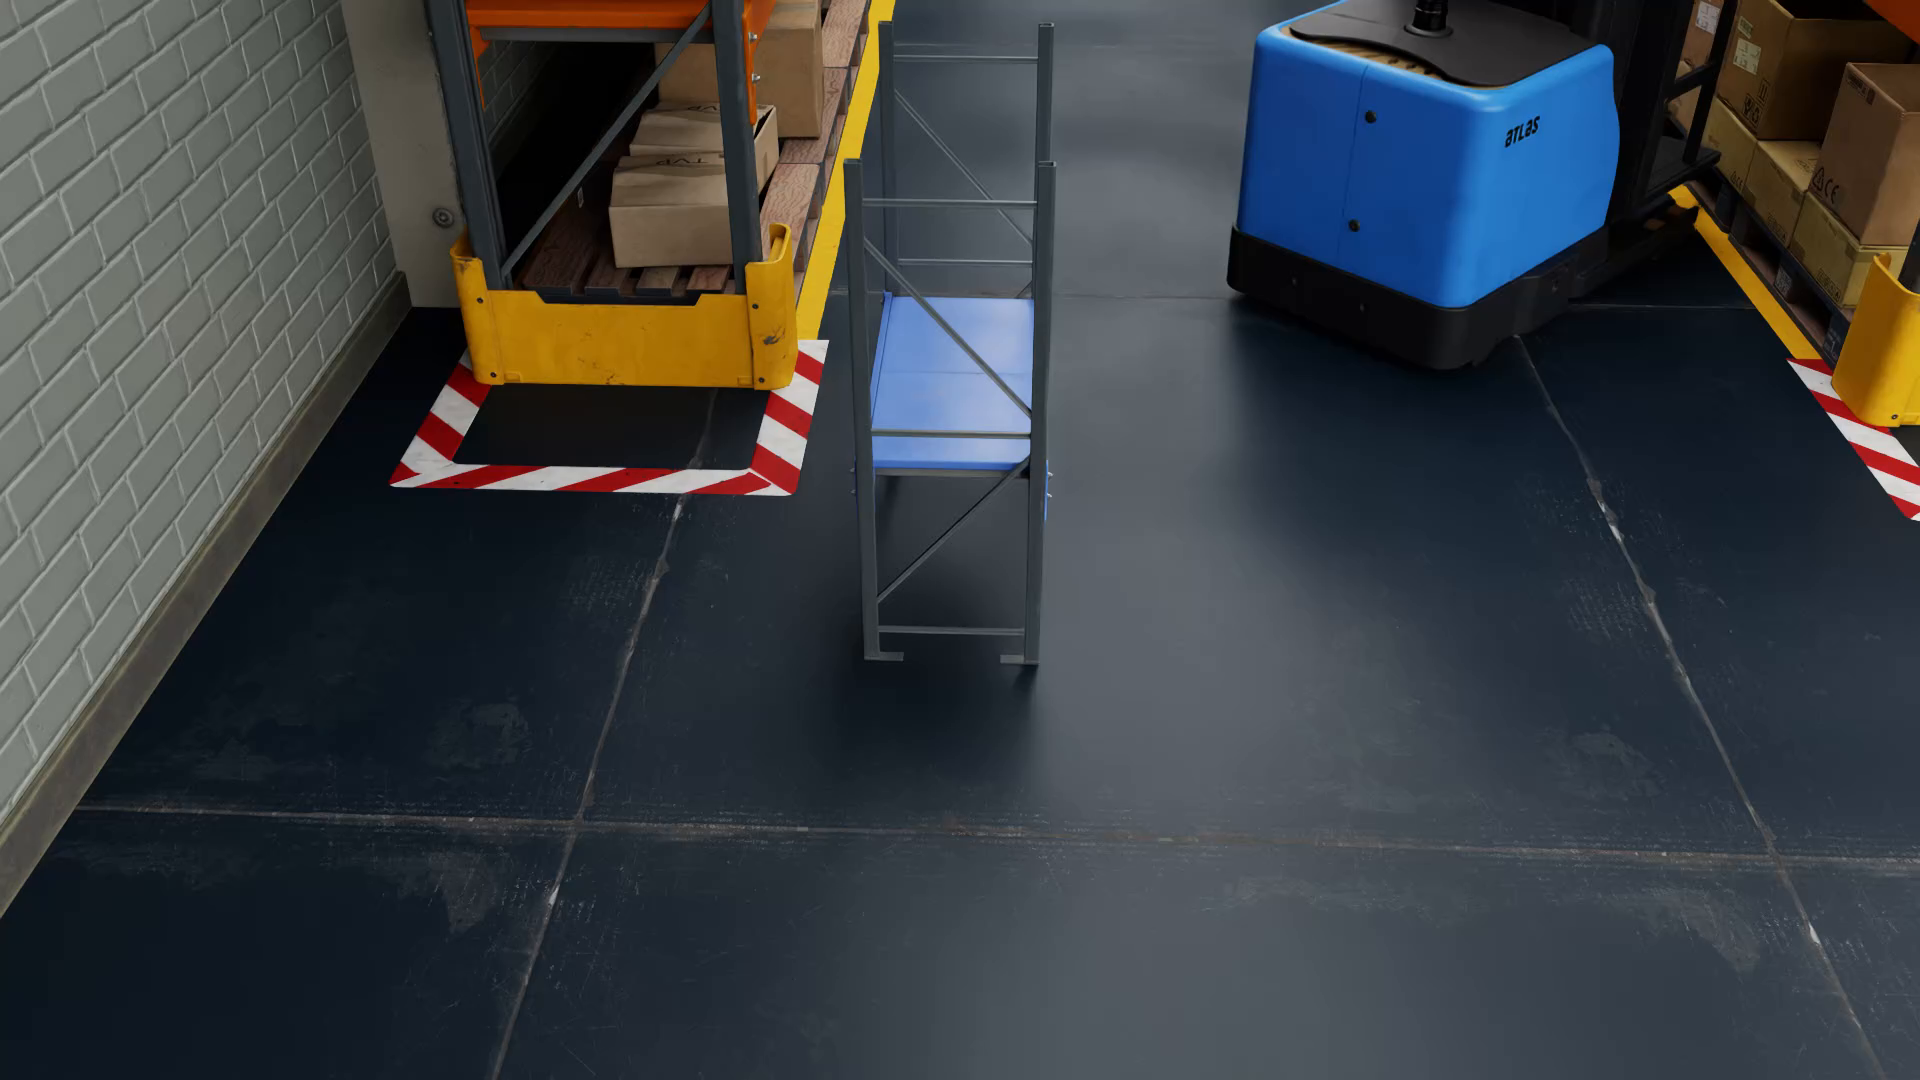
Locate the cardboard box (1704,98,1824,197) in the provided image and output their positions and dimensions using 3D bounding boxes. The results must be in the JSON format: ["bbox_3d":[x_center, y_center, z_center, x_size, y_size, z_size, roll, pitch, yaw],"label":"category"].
[{"bbox_3d":[3.503,-1.662,7.032,0.500,0.250,0.500,1,35,2],"label":"cardboard box"}]

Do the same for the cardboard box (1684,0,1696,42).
[{"bbox_3d":[3.539,-2.544,7.634,0.500,0.500,0.500,1,35,2],"label":"cardboard box"}]

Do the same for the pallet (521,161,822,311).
[{"bbox_3d":[-1.129,-1.206,6.783,1.003,0.211,1.213,1,35,2],"label":"pallet"}]

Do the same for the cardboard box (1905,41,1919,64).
[{"bbox_3d":[4.019,-1.957,6.800,0.500,0.500,0.500,1,35,2],"label":"cardboard box"}]

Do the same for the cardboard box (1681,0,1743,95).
[{"bbox_3d":[3.521,-2.256,7.226,0.500,0.500,0.500,1,35,2],"label":"cardboard box"}]

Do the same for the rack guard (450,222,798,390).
[{"bbox_3d":[-1.197,-0.859,6.037,1.175,0.500,0.348,1,35,2],"label":"rack guard"}]

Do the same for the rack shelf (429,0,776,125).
[{"bbox_3d":[-1.120,-2.692,7.098,1.077,0.370,4.000,1,35,2],"label":"rack shelf"}]

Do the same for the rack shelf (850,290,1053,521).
[{"bbox_3d":[-0.003,-0.417,4.852,0.538,0.185,1.000,1,35,2],"label":"rack shelf"}]

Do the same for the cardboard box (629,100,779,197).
[{"bbox_3d":[-1.059,-1.641,6.932,0.500,0.311,0.500,4,35,6],"label":"cardboard box"}]

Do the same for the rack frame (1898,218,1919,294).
[{"bbox_3d":[3.750,-1.725,5.096,1.000,3.000,0.127,1,35,2],"label":"rack frame"}]

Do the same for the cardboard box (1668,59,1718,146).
[{"bbox_3d":[3.524,-1.949,7.441,0.500,0.250,0.500,1,35,2],"label":"cardboard box"}]

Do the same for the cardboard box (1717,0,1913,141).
[{"bbox_3d":[3.500,-1.969,6.817,0.500,0.500,0.500,1,35,2],"label":"cardboard box"}]

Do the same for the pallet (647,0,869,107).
[{"bbox_3d":[-1.031,-2.608,8.778,1.003,0.211,1.213,1,35,2],"label":"pallet"}]

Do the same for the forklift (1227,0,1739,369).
[{"bbox_3d":[2.460,-2.553,6.334,3.031,2.935,1.130,-29,45,-35],"label":"forklift"}]

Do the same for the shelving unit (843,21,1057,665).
[{"bbox_3d":[-0.003,-0.565,4.749,0.538,1.500,1.048,1,35,2],"label":"shelving unit"}]

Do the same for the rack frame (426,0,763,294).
[{"bbox_3d":[-1.200,-1.838,5.256,1.000,3.000,0.127,1,35,2],"label":"rack frame"}]

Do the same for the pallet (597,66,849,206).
[{"bbox_3d":[-1.077,-1.906,7.778,1.003,0.211,1.213,1,35,2],"label":"pallet"}]

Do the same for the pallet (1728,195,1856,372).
[{"bbox_3d":[3.739,-1.025,6.525,1.003,0.211,1.213,1,35,2],"label":"pallet"}]

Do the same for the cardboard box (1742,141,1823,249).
[{"bbox_3d":[3.484,-1.375,6.624,0.500,0.250,0.500,1,35,2],"label":"cardboard box"}]

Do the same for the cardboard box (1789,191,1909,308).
[{"bbox_3d":[3.476,-1.087,6.214,0.500,0.250,0.500,1,35,2],"label":"cardboard box"}]

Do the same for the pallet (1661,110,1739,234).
[{"bbox_3d":[3.791,-1.724,7.519,1.003,0.211,1.213,1,35,2],"label":"pallet"}]

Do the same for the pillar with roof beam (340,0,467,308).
[{"bbox_3d":[2.265,-4.615,3.990,9.100,9.000,0.400,1,35,2],"label":"pillar with roof beam"}]

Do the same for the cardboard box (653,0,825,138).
[{"bbox_3d":[-0.980,-2.138,7.475,0.700,0.500,0.500,-1,35,-1],"label":"cardboard box"}]

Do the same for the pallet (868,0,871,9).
[{"bbox_3d":[-1.009,-3.442,9.964,1.003,0.211,1.213,1,35,2],"label":"pallet"}]

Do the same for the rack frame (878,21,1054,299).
[{"bbox_3d":[0.017,-0.857,5.165,0.500,1.500,0.032,1,35,2],"label":"rack frame"}]

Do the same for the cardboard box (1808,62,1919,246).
[{"bbox_3d":[3.474,-1.394,5.999,0.500,0.500,0.500,1,35,2],"label":"cardboard box"}]

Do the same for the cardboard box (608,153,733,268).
[{"bbox_3d":[-1.082,-1.313,6.465,0.500,0.311,0.500,-2,35,-3],"label":"cardboard box"}]

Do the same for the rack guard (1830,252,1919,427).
[{"bbox_3d":[3.749,-0.689,5.796,1.175,0.500,0.348,1,35,2],"label":"rack guard"}]

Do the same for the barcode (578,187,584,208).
[{"bbox_3d":[-1.481,-1.336,6.491,0.001,0.075,0.075,1,35,2],"label":"barcode"}]

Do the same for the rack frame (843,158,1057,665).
[{"bbox_3d":[-0.024,-0.273,4.333,0.500,1.500,0.032,1,35,2],"label":"rack frame"}]

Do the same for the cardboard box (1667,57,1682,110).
[{"bbox_3d":[3.539,-2.237,7.850,0.500,0.250,0.500,1,35,2],"label":"cardboard box"}]

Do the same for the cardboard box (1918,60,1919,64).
[{"bbox_3d":[4.012,-1.669,6.391,0.500,0.500,0.500,1,35,2],"label":"cardboard box"}]
